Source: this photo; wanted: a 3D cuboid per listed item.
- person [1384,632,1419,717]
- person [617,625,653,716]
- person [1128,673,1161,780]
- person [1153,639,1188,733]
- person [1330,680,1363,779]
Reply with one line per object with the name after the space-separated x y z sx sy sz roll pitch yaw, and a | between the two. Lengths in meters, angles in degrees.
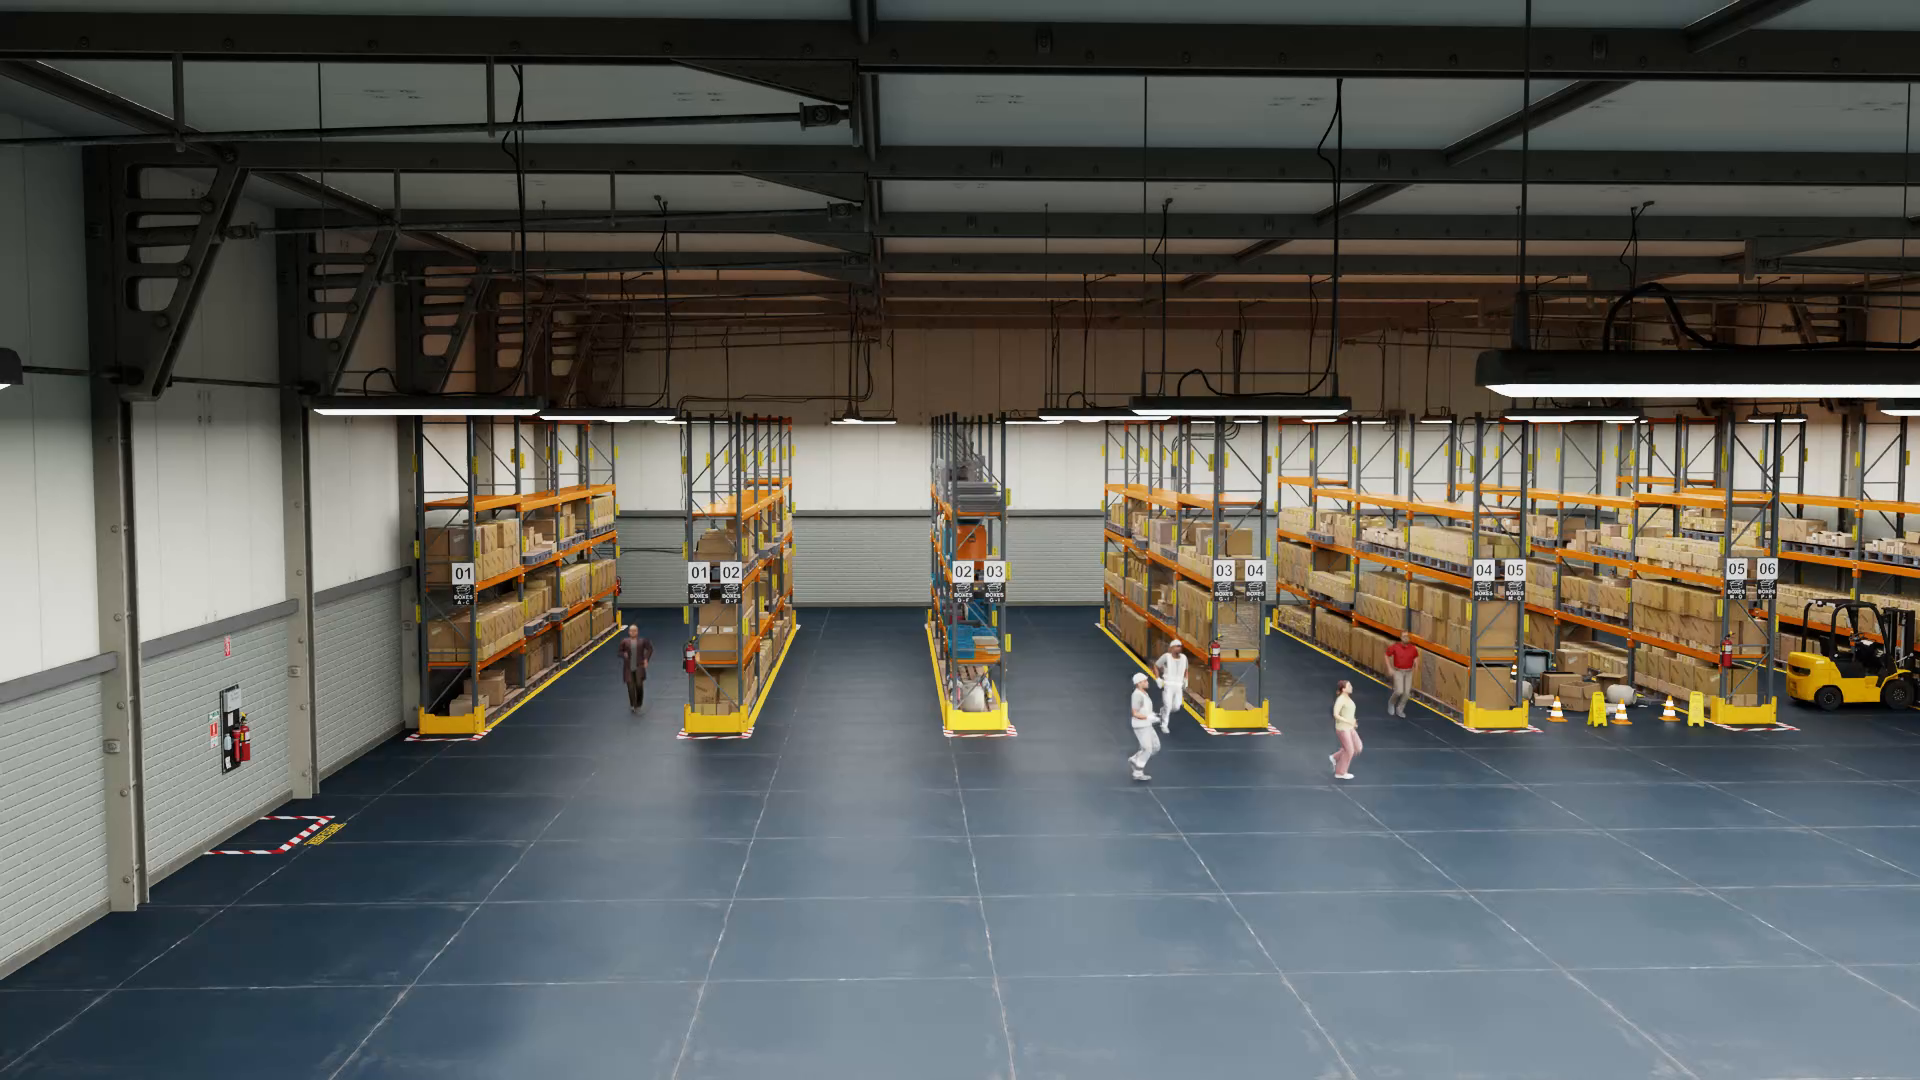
8.751 2.652 32.767 0.669 1.687 0.579 -1 4 -8 | person
-6.467 2.598 33.026 0.688 1.814 0.754 0 4 -6 | person
2.989 3.016 26.883 0.598 1.740 0.648 1 4 19 | person
3.991 2.738 31.418 0.734 1.735 0.622 -1 4 -17 | person
6.247 3.067 27.010 0.533 1.624 0.558 2 5 32 | person
